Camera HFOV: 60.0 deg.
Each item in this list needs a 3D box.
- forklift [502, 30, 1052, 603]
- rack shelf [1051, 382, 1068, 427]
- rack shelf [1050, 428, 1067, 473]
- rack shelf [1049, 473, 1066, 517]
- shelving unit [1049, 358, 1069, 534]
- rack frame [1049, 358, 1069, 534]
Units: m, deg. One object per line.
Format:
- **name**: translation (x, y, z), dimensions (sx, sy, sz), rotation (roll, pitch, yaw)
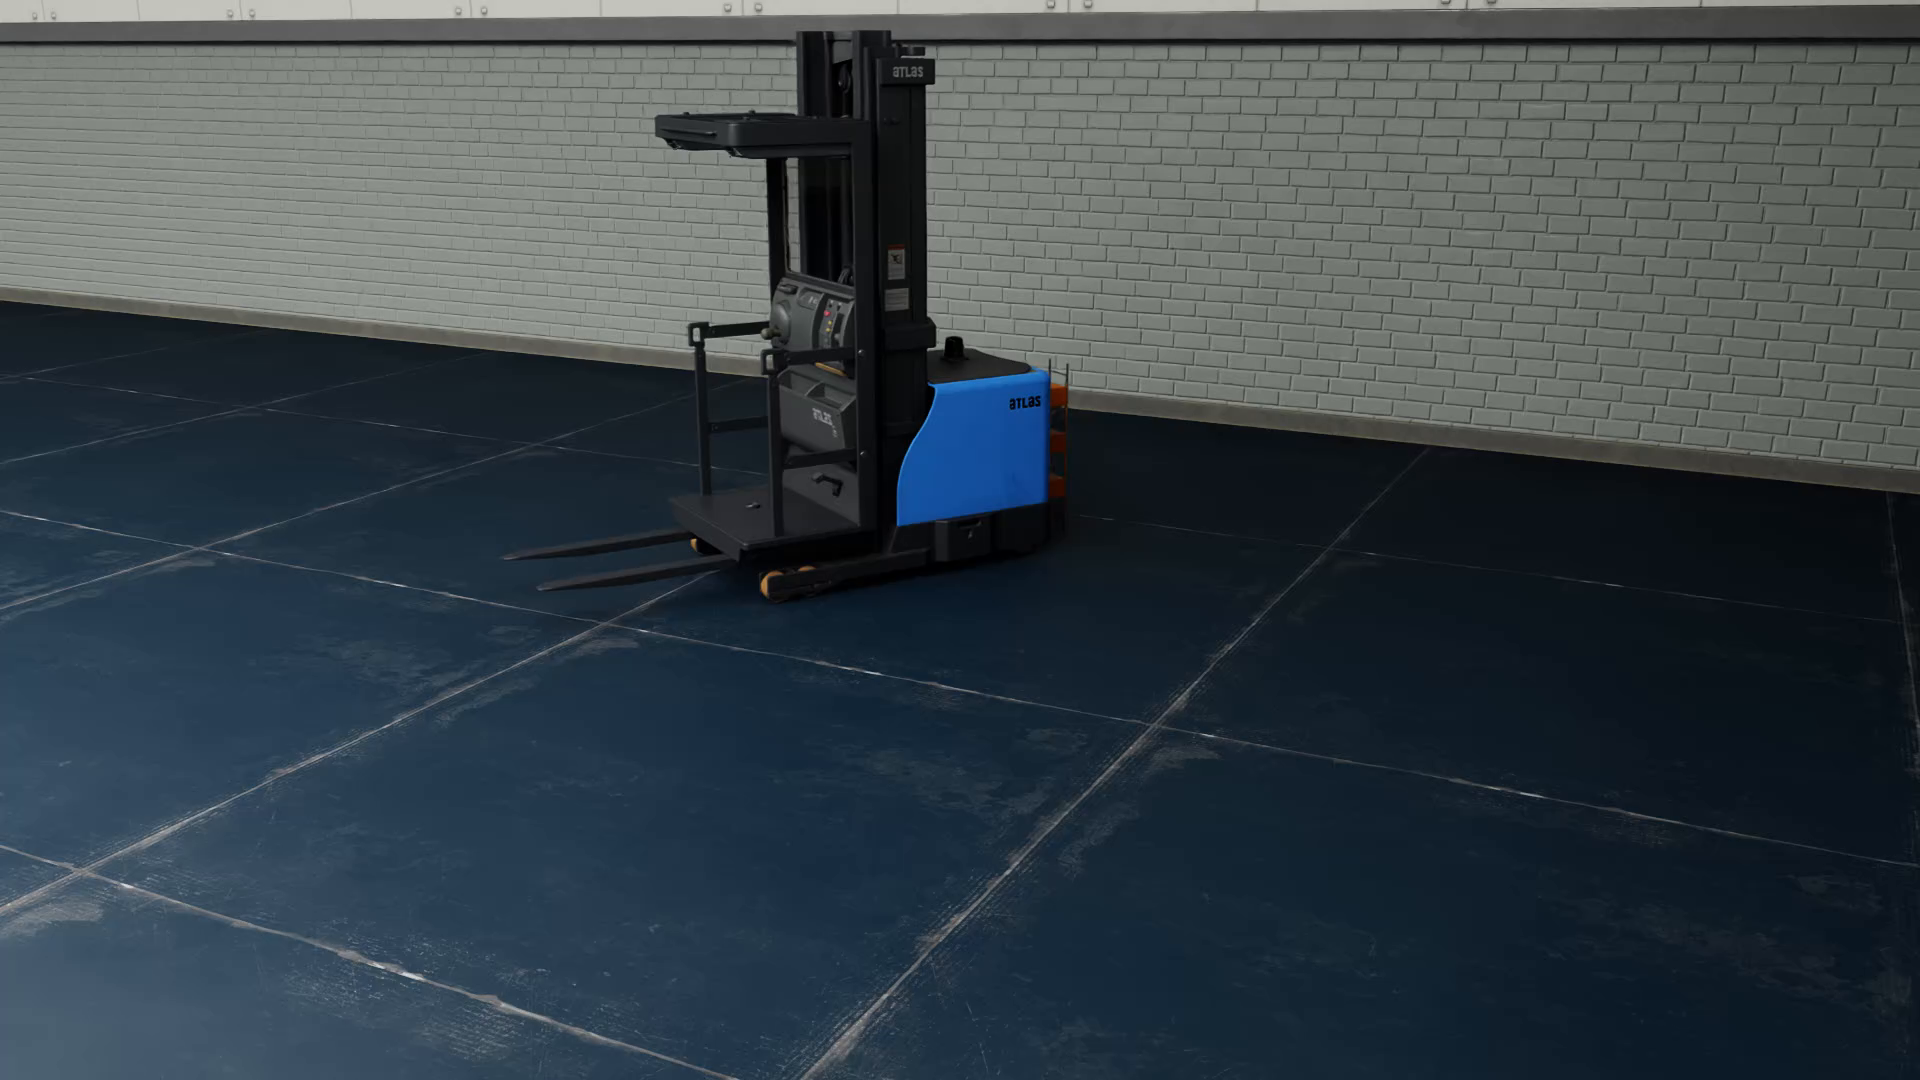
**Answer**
- **forklift**: translation (-0.993, -1.242, 9.057), dimensions (3.031, 2.935, 1.130), rotation (-10, 19, -29)
- **rack shelf**: translation (0.485, -0.812, 9.954), dimensions (0.240, 0.259, 0.215), rotation (-10, 19, -29)
- **rack shelf**: translation (0.485, -0.540, 10.035), dimensions (0.240, 0.259, 0.215), rotation (-10, 19, -29)
- **rack shelf**: translation (0.485, -0.273, 10.114), dimensions (0.240, 0.259, 0.215), rotation (-10, 19, -29)
- **shelving unit**: translation (0.485, -0.550, 10.032), dimensions (0.252, 1.050, 0.215), rotation (-10, 19, -29)
- **rack frame**: translation (0.590, -0.568, 10.092), dimensions (0.008, 1.050, 0.200), rotation (-10, 19, -29)
